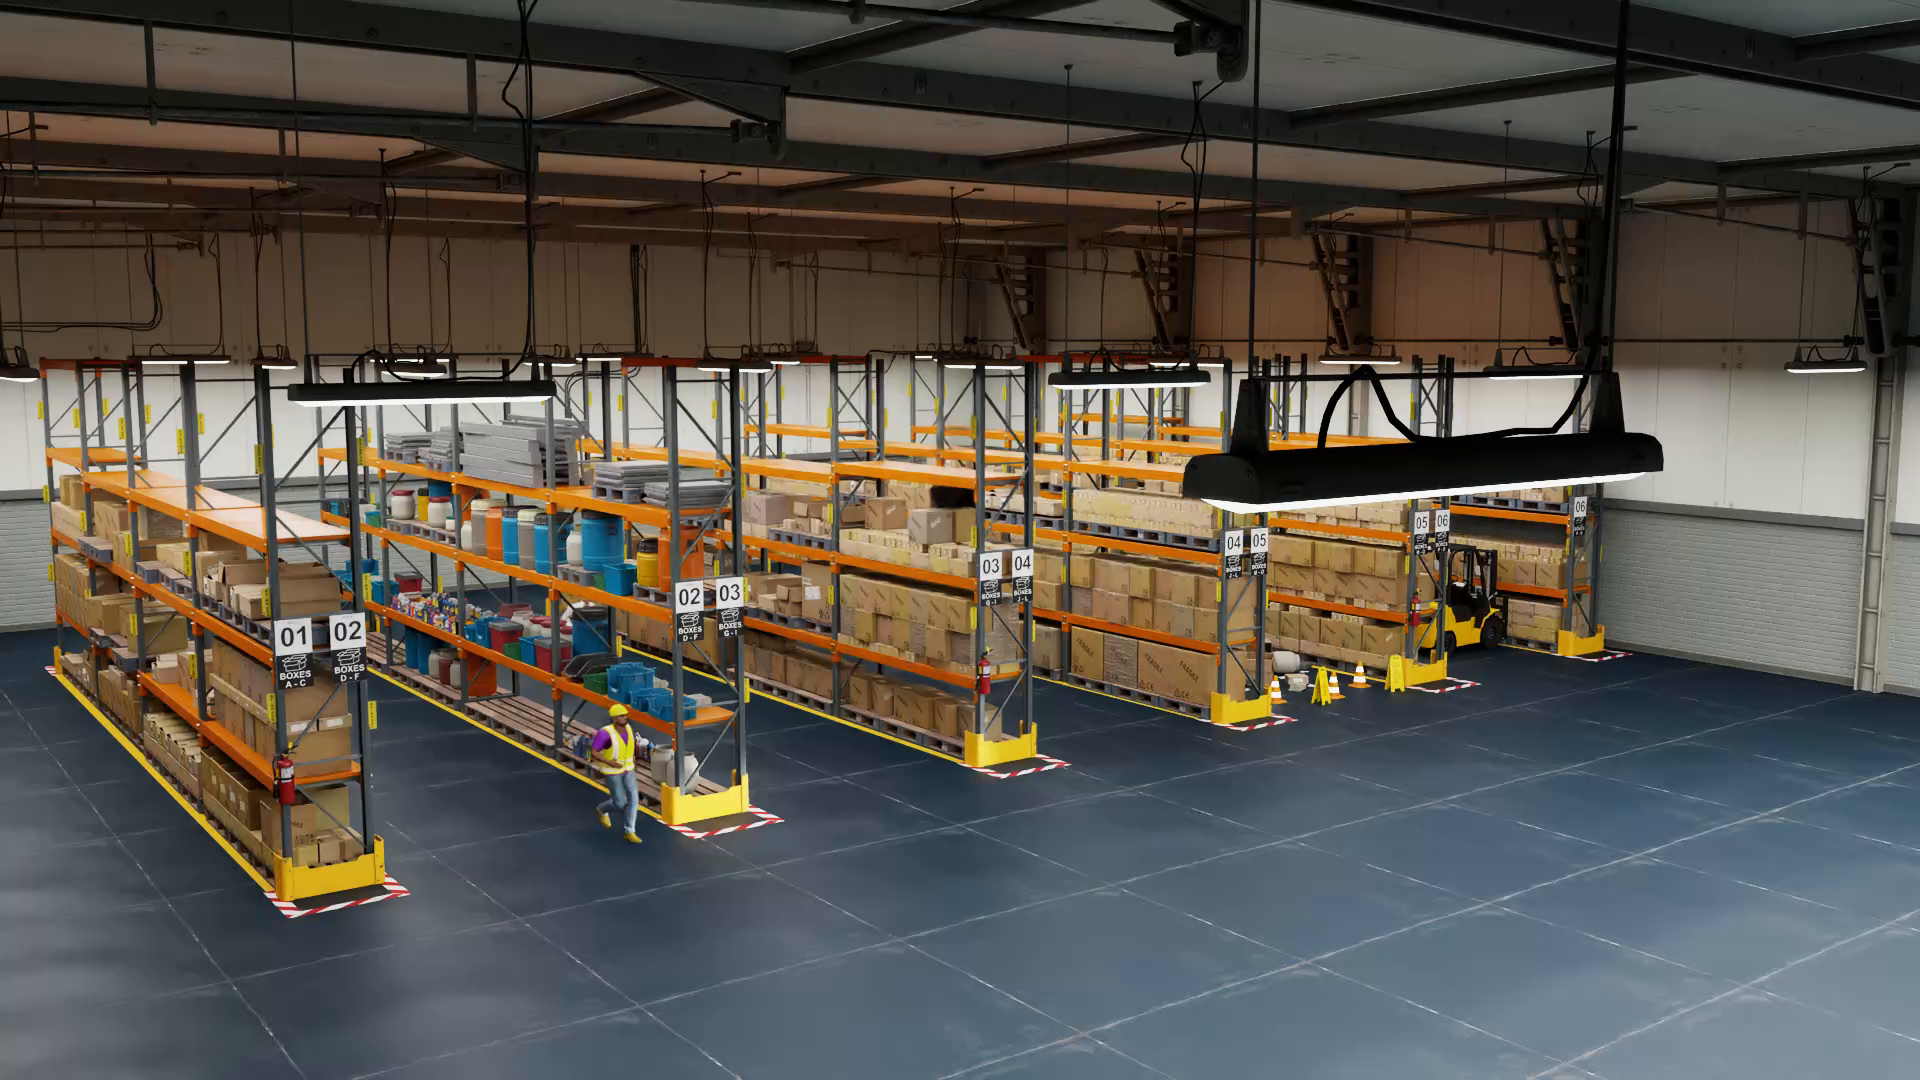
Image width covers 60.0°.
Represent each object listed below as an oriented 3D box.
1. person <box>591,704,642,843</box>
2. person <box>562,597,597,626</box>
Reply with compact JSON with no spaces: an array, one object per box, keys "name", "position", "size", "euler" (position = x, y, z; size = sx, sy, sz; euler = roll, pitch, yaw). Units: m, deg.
[{"name":"person","position":[-4.359,2.947,21.155],"size":[0.782,1.756,0.740],"euler":[6,9,41]},{"name":"person","position":[-6.878,1.798,30.618],"size":[0.750,1.770,0.679],"euler":[5,9,37]}]
